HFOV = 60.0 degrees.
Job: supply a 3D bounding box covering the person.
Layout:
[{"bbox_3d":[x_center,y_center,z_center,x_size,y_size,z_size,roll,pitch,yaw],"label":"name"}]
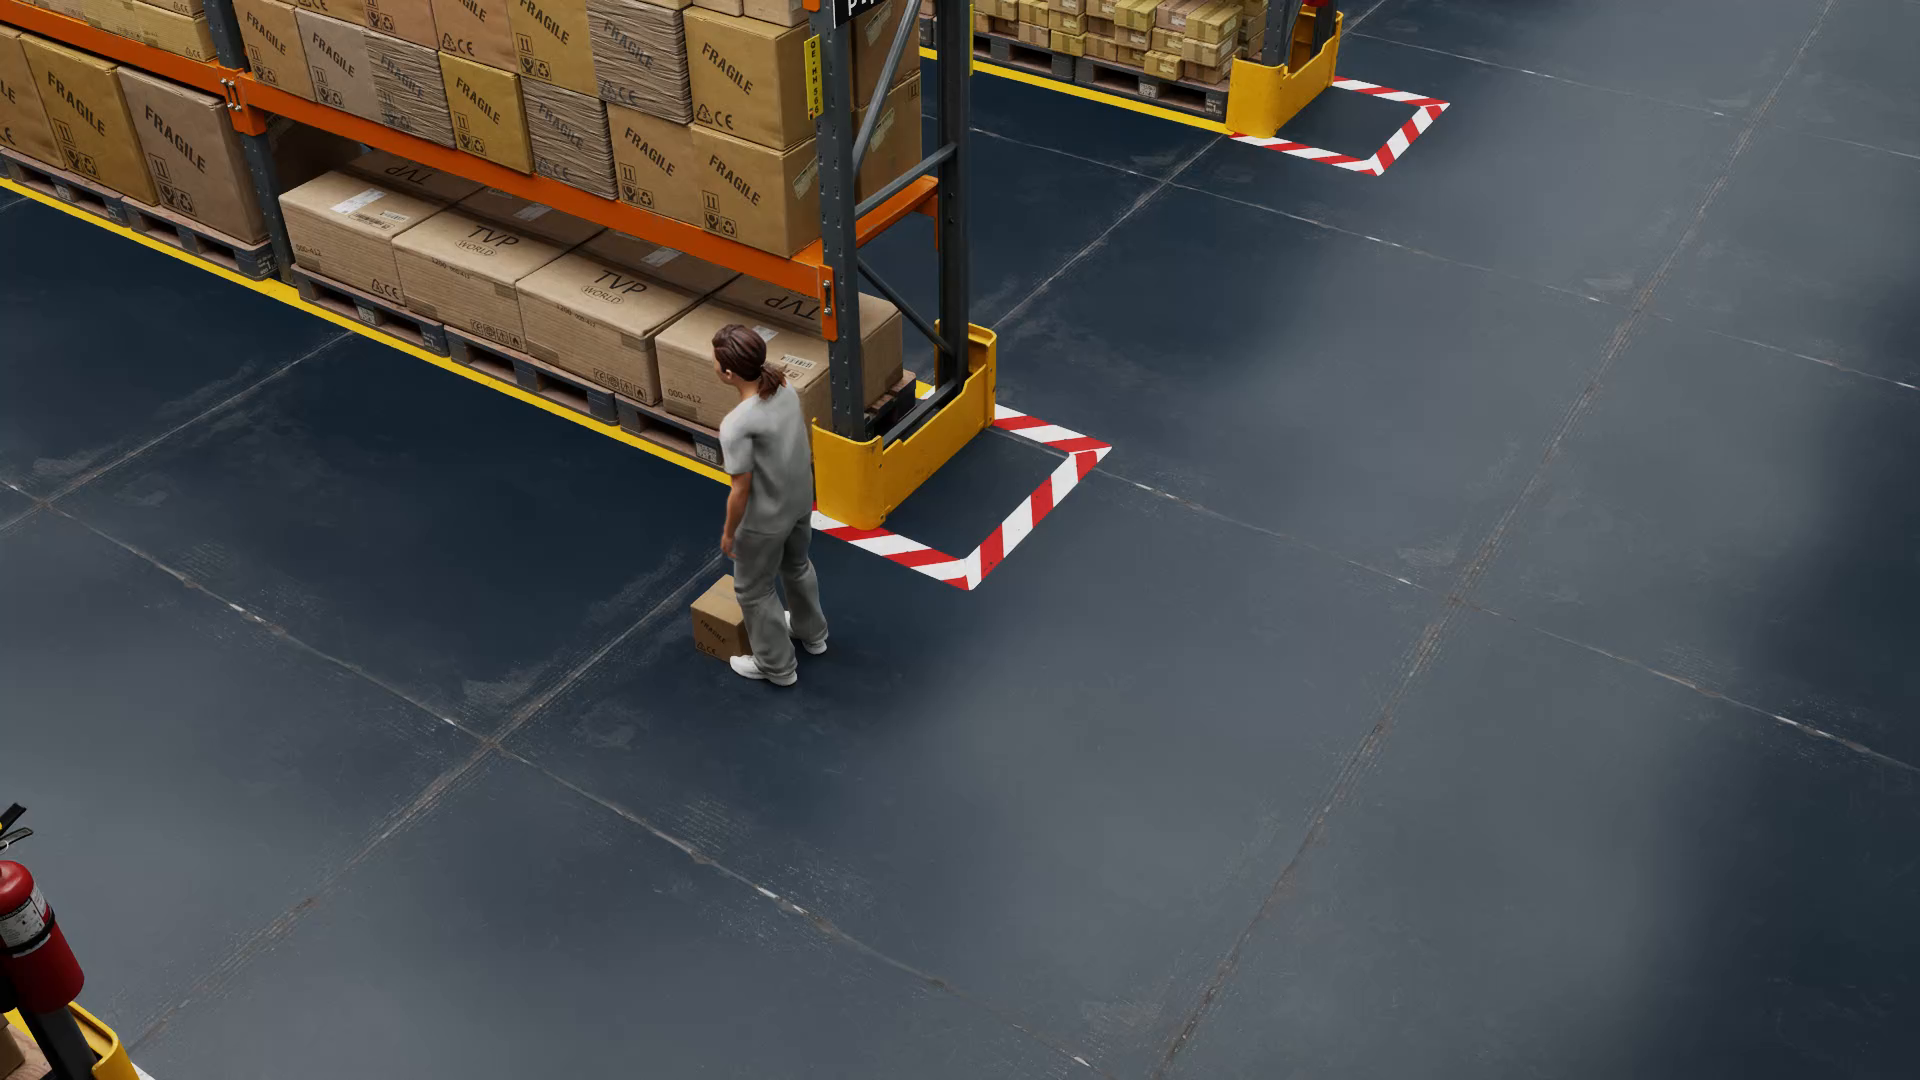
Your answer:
[{"bbox_3d":[-0.770,-0.127,6.651,0.355,1.673,0.511,20,43,23],"label":"person"}]
